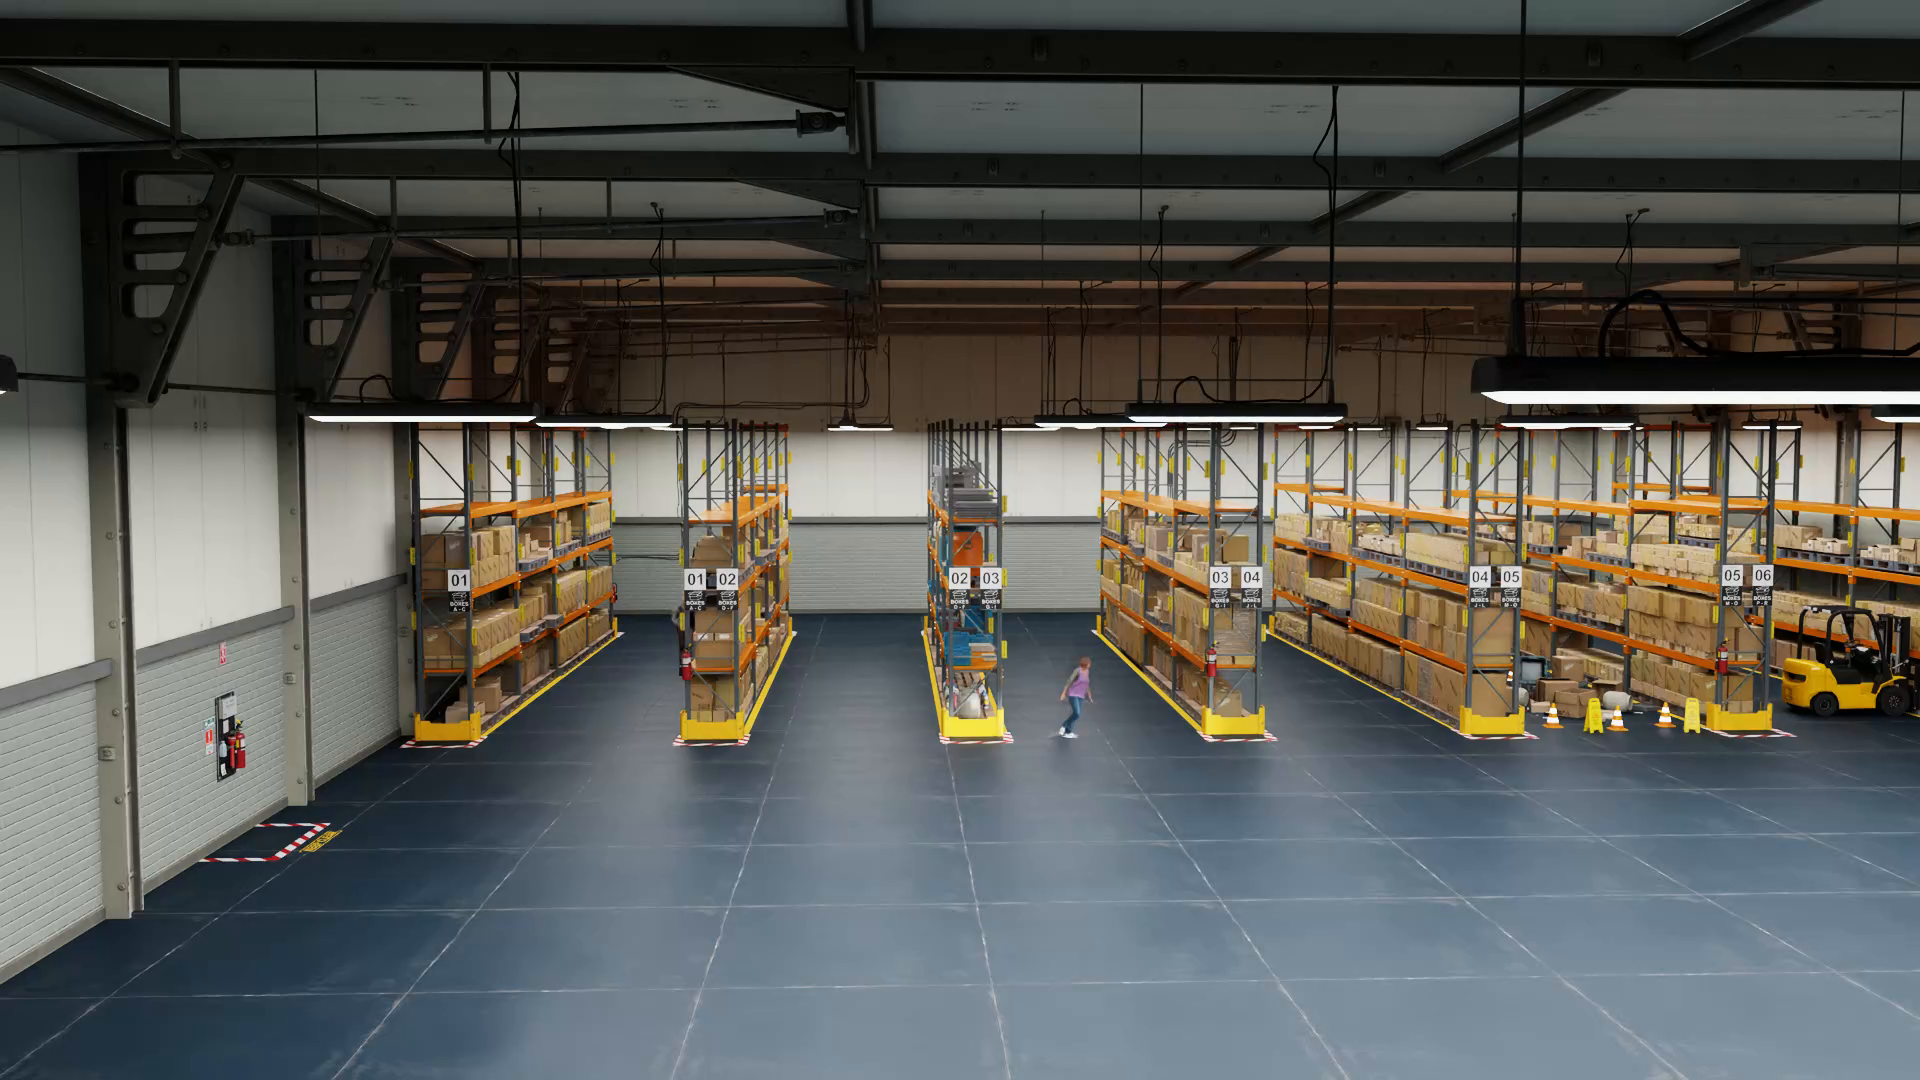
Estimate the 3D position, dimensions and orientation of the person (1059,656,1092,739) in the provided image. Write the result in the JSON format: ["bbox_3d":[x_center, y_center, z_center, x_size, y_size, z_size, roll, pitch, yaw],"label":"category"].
[{"bbox_3d":[2.175,2.957,31.209,0.534,1.556,0.569,3,5,40],"label":"person"}]

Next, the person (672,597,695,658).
[{"bbox_3d":[-6.875,2.234,41.538,0.658,1.677,0.773,-1,4,-13],"label":"person"}]
